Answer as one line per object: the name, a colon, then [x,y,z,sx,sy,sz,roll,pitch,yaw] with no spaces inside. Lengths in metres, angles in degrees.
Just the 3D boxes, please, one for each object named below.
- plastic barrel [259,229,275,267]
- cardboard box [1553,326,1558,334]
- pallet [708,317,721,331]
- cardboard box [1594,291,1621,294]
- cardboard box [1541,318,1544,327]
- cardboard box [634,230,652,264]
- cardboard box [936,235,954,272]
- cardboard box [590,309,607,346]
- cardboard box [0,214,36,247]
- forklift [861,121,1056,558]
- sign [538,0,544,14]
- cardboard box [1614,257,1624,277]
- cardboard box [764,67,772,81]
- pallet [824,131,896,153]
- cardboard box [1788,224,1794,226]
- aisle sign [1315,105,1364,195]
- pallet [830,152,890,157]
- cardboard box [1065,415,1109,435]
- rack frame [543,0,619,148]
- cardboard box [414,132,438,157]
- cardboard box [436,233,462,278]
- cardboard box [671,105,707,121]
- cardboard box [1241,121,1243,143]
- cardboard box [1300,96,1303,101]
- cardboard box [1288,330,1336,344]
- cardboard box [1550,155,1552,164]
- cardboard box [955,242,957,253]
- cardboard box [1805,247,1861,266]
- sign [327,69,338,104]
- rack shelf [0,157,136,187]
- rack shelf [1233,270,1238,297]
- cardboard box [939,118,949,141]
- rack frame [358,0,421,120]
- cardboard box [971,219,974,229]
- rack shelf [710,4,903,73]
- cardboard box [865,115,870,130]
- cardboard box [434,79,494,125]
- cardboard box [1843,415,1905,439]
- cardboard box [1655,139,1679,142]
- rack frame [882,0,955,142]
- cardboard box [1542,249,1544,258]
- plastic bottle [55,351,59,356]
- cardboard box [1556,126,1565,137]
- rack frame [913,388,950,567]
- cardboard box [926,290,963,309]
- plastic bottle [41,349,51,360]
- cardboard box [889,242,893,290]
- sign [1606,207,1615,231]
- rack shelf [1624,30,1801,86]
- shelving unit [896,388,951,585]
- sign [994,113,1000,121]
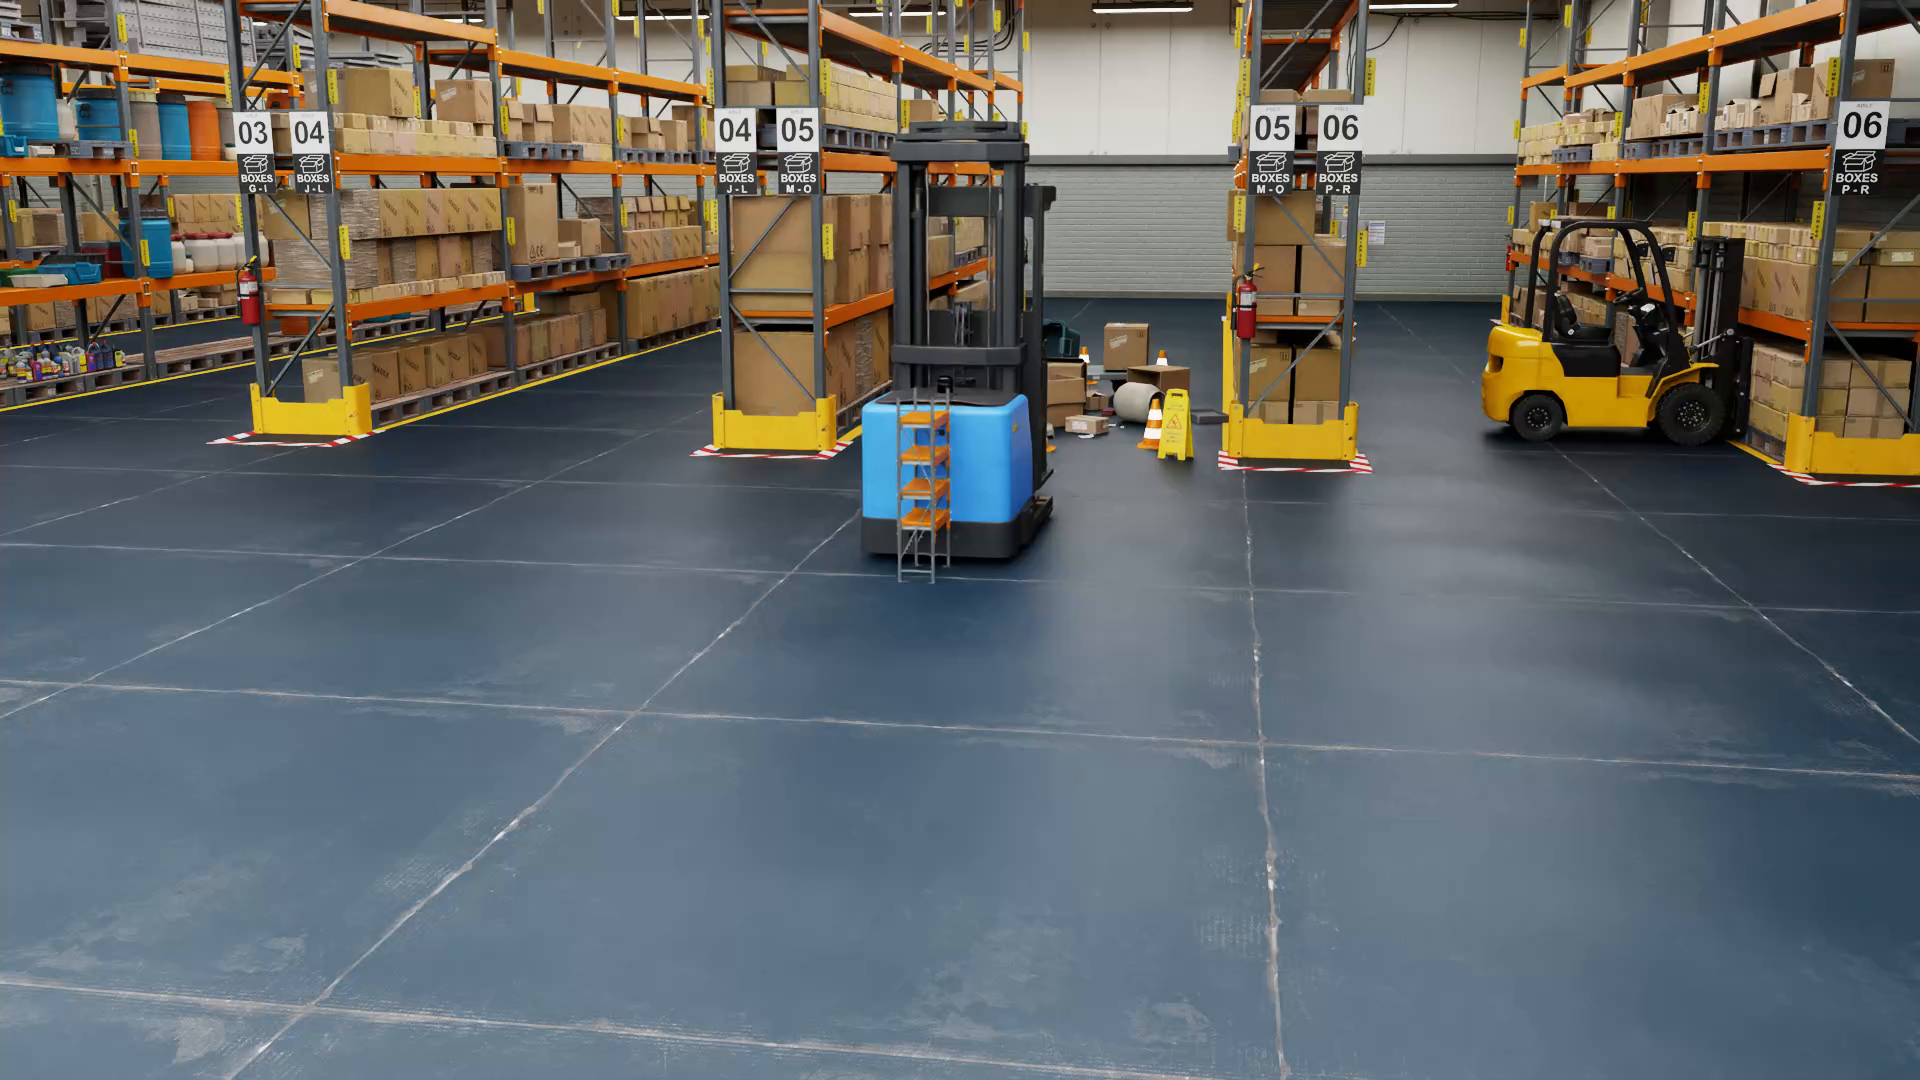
plastic barrel: [-10.120,-4.351,24.739,0.600,0.536,0.708,2,12,9]
cardboard box: [9.561,-3.472,25.919,0.500,0.500,0.500,2,12,11]
pallet: [-4.645,-3.856,29.383,1.003,0.211,1.213,2,12,9]
cardboard box: [10.086,-3.796,25.886,0.380,0.149,0.250,1,12,6]
cardboard box: [9.654,-3.519,26.972,0.380,0.149,0.250,2,12,7]
cardboard box: [-5.034,-4.479,25.419,0.500,0.500,0.500,2,12,7]
cardboard box: [-0.373,-3.995,23.173,0.500,0.500,0.500,2,12,9]
cardboard box: [-5.538,-3.083,24.070,0.700,0.500,0.500,1,12,6]
cardboard box: [-15.257,-4.941,26.566,0.700,0.500,0.500,-2,12,-10]
forklift: [0.105,-1.571,12.327,1.130,2.935,3.031,2,12,10]
sign: [-6.003,-7.714,23.836,0.100,0.325,0.005,2,12,9]
cardboard box: [8.933,-3.591,21.894,0.500,0.250,0.500,2,12,9]
cardboard box: [-2.043,-4.504,16.121,0.380,0.149,0.250,2,12,9]
pallet: [-1.320,-4.469,18.700,1.003,0.211,1.213,2,12,9]
cardboard box: [8.793,-3.191,17.197,0.380,0.149,0.250,2,12,8]
aisle sign: [3.404,-3.492,14.905,0.394,0.787,0.004,2,12,9]
pallet: [-1.092,-4.781,20.393,0.805,0.209,1.217,1,12,6]
cardboard box: [1.313,-1.188,17.155,0.380,0.149,0.250,10,15,38]
rack frame: [-5.454,-7.163,23.871,1.000,3.000,0.127,2,12,9]
cardboard box: [-6.127,-4.369,18.382,0.500,0.250,0.500,2,12,10]
cardboard box: [-6.289,-3.290,19.196,0.875,0.500,0.500,2,12,9]
cardboard box: [-4.688,-7.395,28.814,0.500,0.250,0.500,1,12,5]
cardboard box: [3.384,-4.532,18.434,0.500,0.250,0.500,2,12,7]
cardboard box: [4.275,-5.132,19.739,0.500,0.250,0.500,2,12,7]
cardboard box: [3.743,-1.960,17.719,0.500,0.500,0.500,3,12,12]
cardboard box: [9.712,-6.116,26.730,0.380,0.149,0.250,2,12,11]
cardboard box: [-0.259,-4.273,24.303,0.380,0.149,0.250,2,12,11]
cardboard box: [7.789,-2.531,14.841,0.380,0.149,0.250,2,12,9]
sign: [-6.149,-4.441,16.286,0.100,0.325,0.005,2,12,9]
rack shelf: [-11.271,-4.256,19.212,1.077,0.370,4.000,2,12,9]
rack shelf: [4.030,-3.141,21.157,1.077,0.370,4.000,2,12,9]
cardboard box: [-0.433,-5.498,22.243,0.500,0.311,0.500,2,12,9]
rack frame: [-9.733,-8.156,28.479,1.000,3.000,0.127,2,12,9]
cardboard box: [0.014,-4.949,26.026,0.380,0.149,0.250,1,12,7]
rack shelf: [-1.492,-5.185,17.350,1.077,0.370,4.000,2,12,9]
cardboard box: [-1.158,-4.410,17.577,0.380,0.149,0.250,2,12,8]
cardboard box: [-5.887,-5.201,19.755,0.500,0.500,0.500,2,12,7]
cardboard box: [8.281,-1.041,15.233,0.500,0.250,0.500,2,12,9]
cardboard box: [9.535,-5.405,22.245,0.380,0.149,0.250,2,12,9]
rack frame: [-0.569,-6.981,23.027,1.000,3.000,0.127,2,12,9]
cardboard box: [9.759,-4.697,27.265,0.380,0.149,0.250,2,12,10]
plastic bottle: [-10.991,-2.164,20.320,0.061,0.283,0.133,2,12,9]
cardboard box: [9.379,-6.277,25.536,0.380,0.149,0.250,2,12,10]
rack frame: [-0.186,-0.409,11.025,0.240,1.200,0.015,2,13,11]
cardboard box: [-0.224,-3.534,24.429,0.500,0.250,0.500,1,12,6]
plastic bottle: [-11.401,-2.251,20.749,0.097,0.271,0.097,0,12,0]
cardboard box: [-1.229,-3.212,19.422,0.875,0.550,0.550,2,12,9]
sign: [8.705,-4.292,22.229,0.100,0.325,0.005,2,12,9]
rack shelf: [8.935,-5.718,19.824,1.077,0.370,4.000,2,12,9]
shelving unit: [-0.233,-0.357,10.792,0.258,1.200,0.503,2,13,11]
sign: [0.595,-6.776,27.031,0.100,0.325,0.005,2,12,9]
